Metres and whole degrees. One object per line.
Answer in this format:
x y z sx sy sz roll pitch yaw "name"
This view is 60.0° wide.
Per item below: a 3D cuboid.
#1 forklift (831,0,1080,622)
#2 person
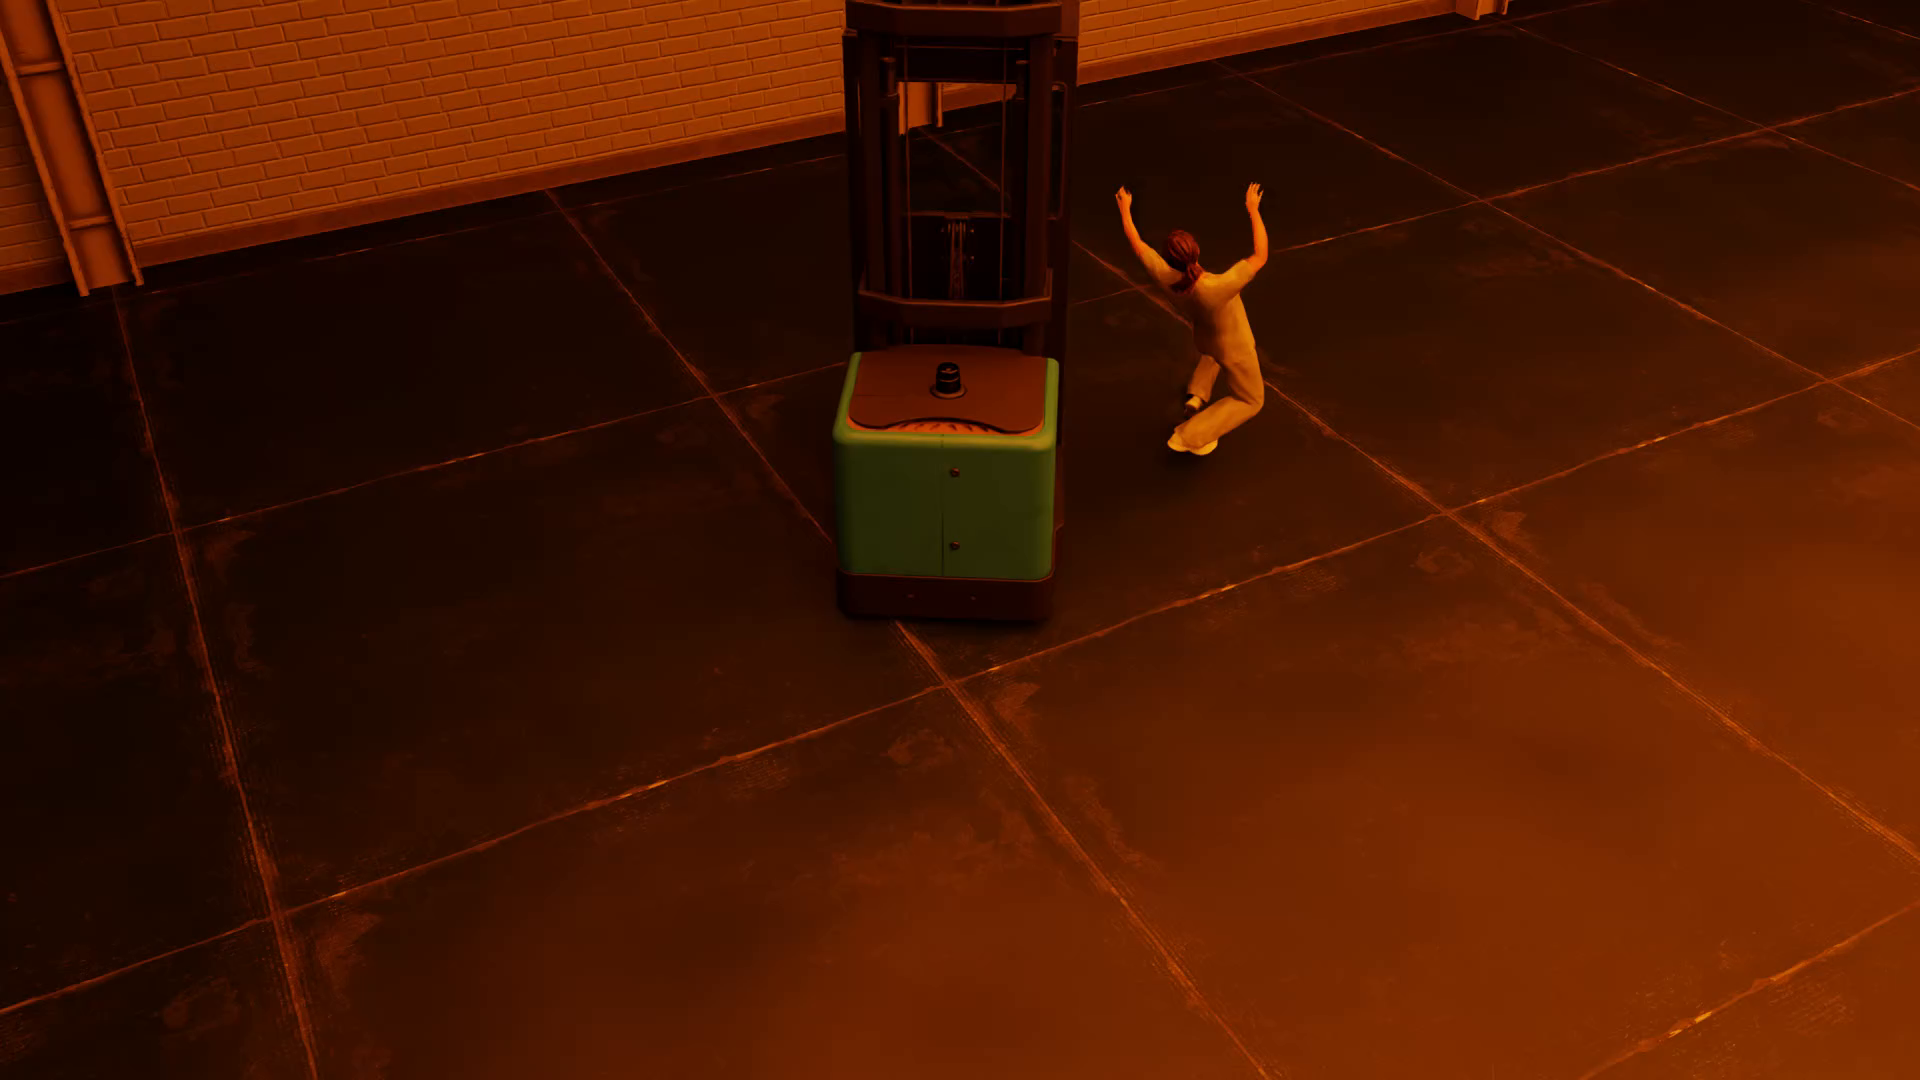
0.020 -1.633 8.433 1.130 2.935 3.031 2 35 3 "forklift"
1.268 -1.263 9.112 0.789 1.554 0.961 -25 42 -31 "person"
